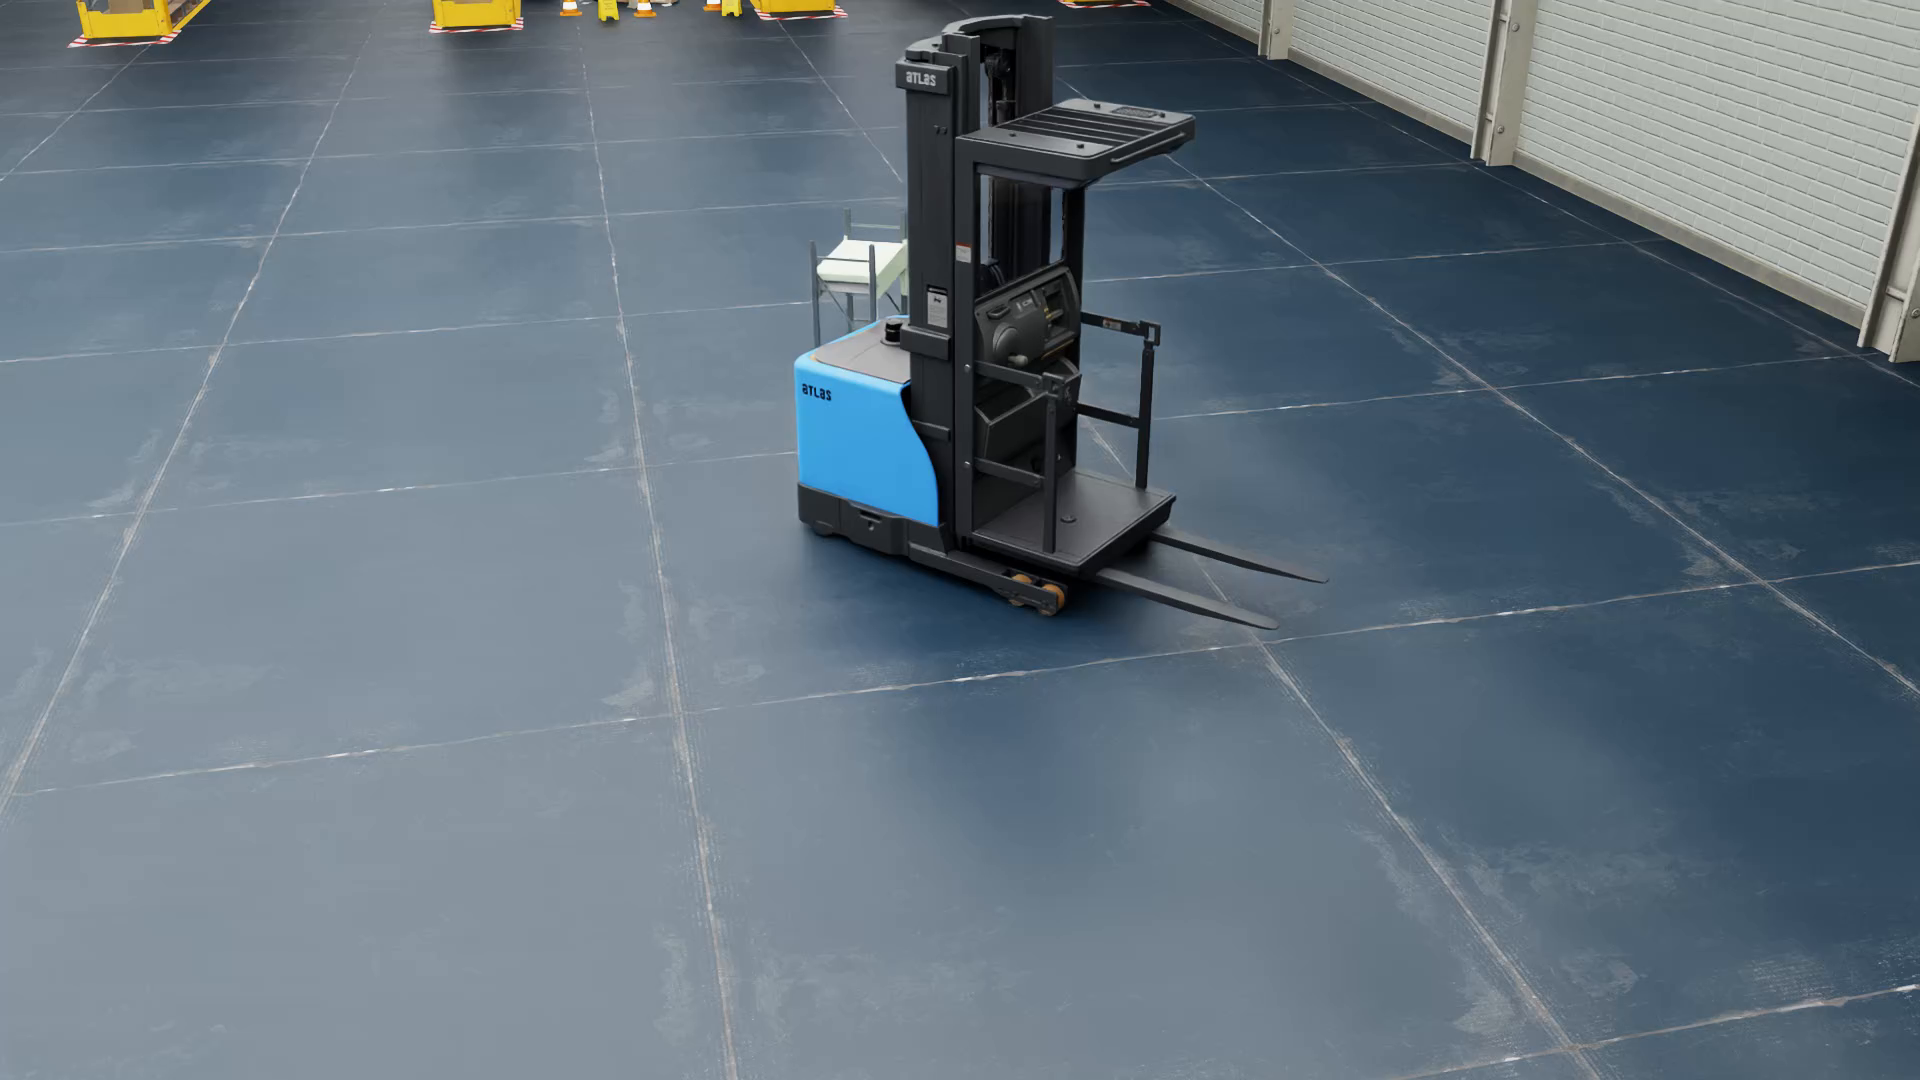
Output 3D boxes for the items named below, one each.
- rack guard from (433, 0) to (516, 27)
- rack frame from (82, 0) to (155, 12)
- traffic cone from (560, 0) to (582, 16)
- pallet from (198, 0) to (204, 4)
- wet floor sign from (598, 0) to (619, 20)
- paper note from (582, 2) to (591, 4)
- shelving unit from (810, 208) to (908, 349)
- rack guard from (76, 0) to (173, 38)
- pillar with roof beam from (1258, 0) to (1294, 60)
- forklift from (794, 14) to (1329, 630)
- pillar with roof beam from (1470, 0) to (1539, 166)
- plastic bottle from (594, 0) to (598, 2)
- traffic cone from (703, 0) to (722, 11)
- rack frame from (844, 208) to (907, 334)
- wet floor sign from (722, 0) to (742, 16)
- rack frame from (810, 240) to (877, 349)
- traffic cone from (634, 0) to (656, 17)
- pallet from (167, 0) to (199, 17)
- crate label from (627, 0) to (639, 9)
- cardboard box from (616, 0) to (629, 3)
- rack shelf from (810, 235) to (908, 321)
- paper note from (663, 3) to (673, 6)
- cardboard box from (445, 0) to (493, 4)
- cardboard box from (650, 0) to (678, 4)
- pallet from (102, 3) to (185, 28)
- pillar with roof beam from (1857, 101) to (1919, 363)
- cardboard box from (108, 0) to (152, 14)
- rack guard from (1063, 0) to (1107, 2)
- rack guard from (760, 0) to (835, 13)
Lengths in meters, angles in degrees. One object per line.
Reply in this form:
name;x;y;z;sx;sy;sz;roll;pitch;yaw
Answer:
rack guard;-7.364;-8.085;25.214;1.175;0.500;0.348;-6;27;-12
rack frame;-12.225;-8.752;23.762;1.000;3.000;0.127;-6;27;-12
traffic cone;-6.106;-8.457;25.991;0.336;0.463;0.334;-6;27;-12
pallet;-12.940;-8.972;27.292;1.003;0.211;1.213;-6;27;-12
wet floor sign;-5.434;-8.349;25.575;0.267;0.644;0.232;-11;29;-20
paper note;-6.060;-8.728;27.010;0.144;0.017;0.142;3;27;6
shelving unit;-0.622;-1.268;10.597;0.431;1.500;0.755;6;27;11
rack guard;-12.242;-7.670;24.391;1.175;0.500;0.348;-6;27;-12
pillar with roof beam;0.144;-10.269;20.108;9.100;9.000;0.400;-6;27;-12
forklift;0.539;-1.175;8.825;3.031;2.935;1.130;18;32;31
pillar with roof beam;1.497;-7.635;14.889;9.100;9.000;0.400;-6;27;-12
plastic bottle;-5.969;-8.894;27.304;0.133;0.061;0.283;-16;31;-29
traffic cone;-3.924;-8.684;26.441;0.336;0.463;0.334;-6;27;-12
rack frame;-0.541;-1.428;10.916;0.400;1.500;0.023;6;27;11
wet floor sign;-3.569;-8.516;25.905;0.267;0.644;0.232;3;27;6
rack frame;-0.703;-1.107;10.278;0.400;1.500;0.023;6;27;11
traffic cone;-4.928;-8.422;25.922;0.336;0.463;0.334;-6;27;-12
pallet;-12.662;-8.436;26.229;1.003;0.211;1.213;-6;27;-12
crate label;-5.166;-8.615;26.667;0.250;0.136;0.298;-23;35;-38
cardboard box;-5.432;-9.158;27.336;0.637;0.503;0.797;19;32;32
rack shelf;-0.622;-1.616;10.421;0.431;0.370;0.720;6;27;11
paper note;-4.722;-8.646;26.846;0.148;0.019;0.142;-16;31;-29
cardboard box;-7.587;-8.742;25.632;0.875;0.875;0.875;-6;27;-11
cardboard box;-4.833;-8.856;27.131;0.380;0.149;0.250;8;28;15
pallet;-12.391;-7.901;25.170;1.003;0.211;1.213;-6;27;-12
pillar with roof beam;2.849;-5.001;9.670;9.100;9.000;0.400;-6;27;-12
cardboard box;-12.349;-8.100;24.777;0.500;0.500;0.500;-1;27;-2
rack guard;2.271;-9.138;27.300;1.175;0.500;0.348;-6;27;-12
rack guard;-2.587;-8.676;26.385;1.175;0.500;0.348;-6;27;-12
